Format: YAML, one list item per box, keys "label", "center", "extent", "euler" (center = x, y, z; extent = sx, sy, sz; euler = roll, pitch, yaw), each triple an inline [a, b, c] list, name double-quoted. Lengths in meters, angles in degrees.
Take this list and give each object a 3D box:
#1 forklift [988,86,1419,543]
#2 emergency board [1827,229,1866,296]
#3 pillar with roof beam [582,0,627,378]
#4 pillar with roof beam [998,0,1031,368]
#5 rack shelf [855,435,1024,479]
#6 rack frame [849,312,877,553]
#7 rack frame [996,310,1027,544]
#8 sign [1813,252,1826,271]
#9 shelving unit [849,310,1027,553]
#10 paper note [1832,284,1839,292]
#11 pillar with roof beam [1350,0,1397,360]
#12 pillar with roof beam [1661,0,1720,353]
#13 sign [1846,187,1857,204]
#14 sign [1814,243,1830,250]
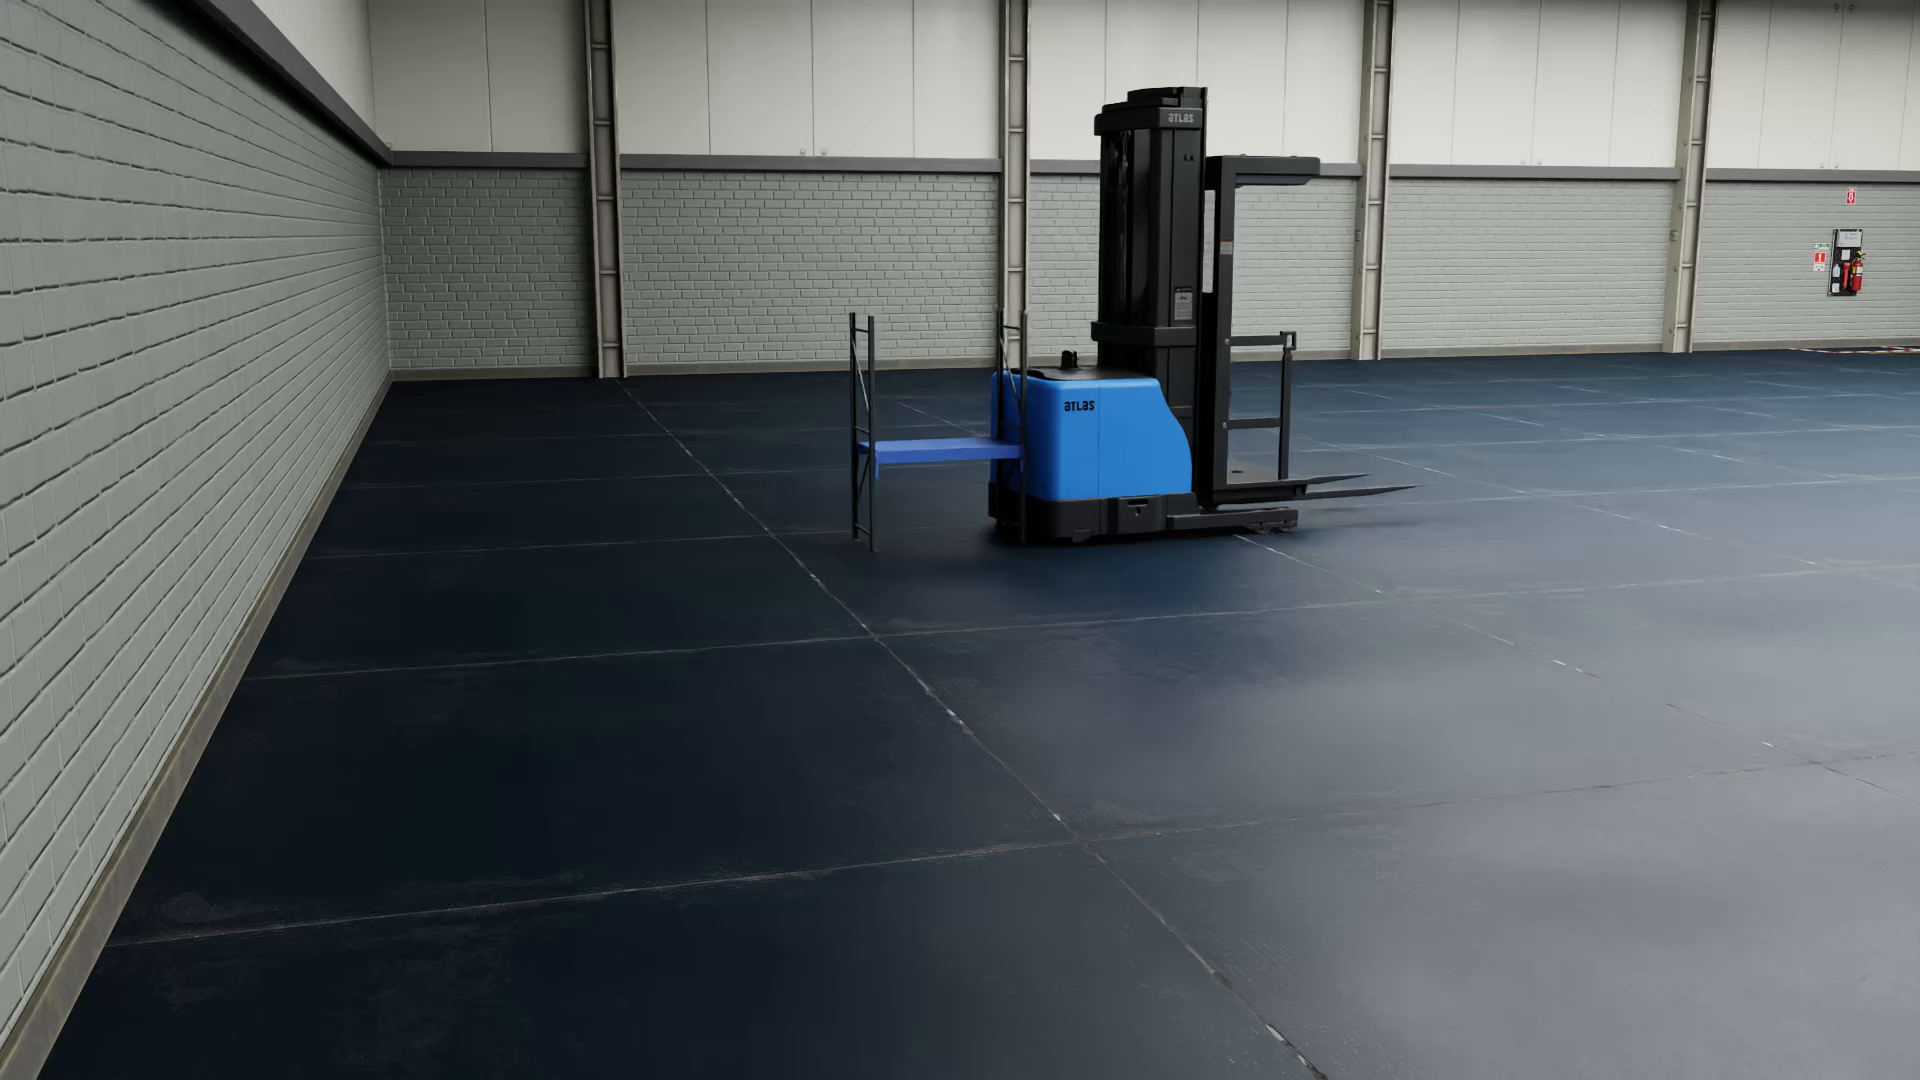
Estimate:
- label: "forklift"
  center: [1.766, -1.567, 11.462]
  extent: [3.031, 2.935, 1.130]
  euler: [-4, 11, -21]
- label: "emergency board"
  center: [15.708, -4.897, 29.360]
  extent: [0.643, 1.169, 0.194]
  euler: [-3, 11, -16]
- label: "pillar with roof beam"
  center: [-3.749, -6.003, 18.798]
  extent: [0.400, 9.000, 9.100]
  euler: [-3, 11, -16]
- label: "pillar with roof beam"
  center: [2.012, -6.306, 20.448]
  extent: [0.400, 9.000, 9.100]
  euler: [-3, 11, -16]
- label: "rack shelf"
  center: [-0.143, -0.549, 10.880]
  extent: [1.000, 0.185, 0.538]
  euler: [-3, 11, -18]
- label: "rack frame"
  center: [-0.625, -0.697, 10.690]
  extent: [0.032, 1.500, 0.500]
  euler: [-3, 11, -18]
- label: "rack frame"
  center: [0.340, -0.755, 11.005]
  extent: [0.032, 1.500, 0.500]
  euler: [-3, 11, -18]
- label: "sign"
  center: [15.148, -4.904, 29.303]
  extent: [0.234, 0.329, 0.001]
  euler: [-3, 11, -16]
- label: "shelving unit"
  center: [-0.143, -0.726, 10.847]
  extent: [1.048, 1.500, 0.538]
  euler: [-3, 11, -18]
- label: "paper note"
  center: [15.519, -4.467, 29.457]
  extent: [0.142, 0.148, 0.016]
  euler: [-3, 11, -16]
- label: "pillar with roof beam"
  center: [7.773, -6.610, 22.097]
  extent: [0.400, 9.000, 9.100]
  euler: [-3, 11, -16]
- label: "pillar with roof beam"
  center: [13.534, -6.914, 23.746]
  extent: [0.400, 9.000, 9.100]
  euler: [-3, 11, -16]
- label: "sign"
  center: [15.672, -6.054, 29.242]
  extent: [0.199, 0.298, 0.001]
  euler: [-3, 11, -16]
- label: "sign"
  center: [15.155, -5.164, 29.248]
  extent: [0.331, 0.109, 0.001]
  euler: [-3, 11, -16]
